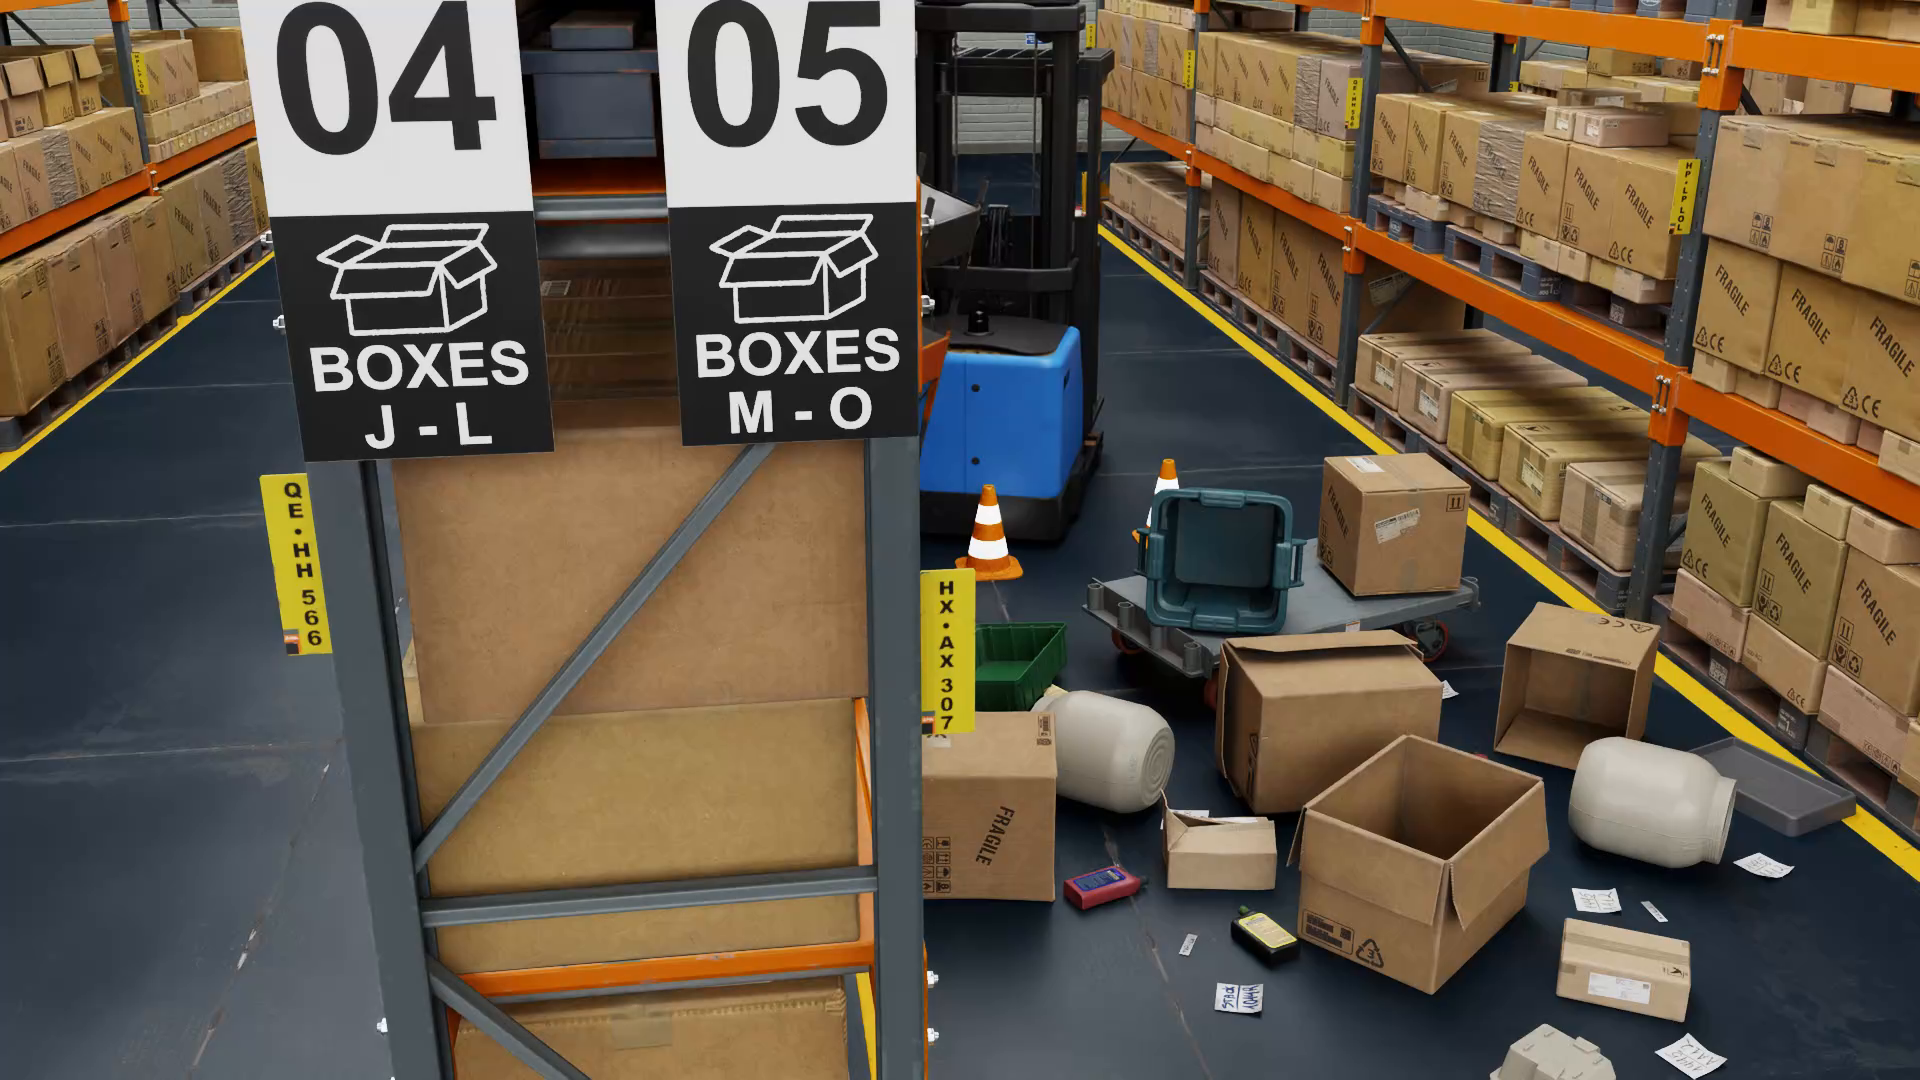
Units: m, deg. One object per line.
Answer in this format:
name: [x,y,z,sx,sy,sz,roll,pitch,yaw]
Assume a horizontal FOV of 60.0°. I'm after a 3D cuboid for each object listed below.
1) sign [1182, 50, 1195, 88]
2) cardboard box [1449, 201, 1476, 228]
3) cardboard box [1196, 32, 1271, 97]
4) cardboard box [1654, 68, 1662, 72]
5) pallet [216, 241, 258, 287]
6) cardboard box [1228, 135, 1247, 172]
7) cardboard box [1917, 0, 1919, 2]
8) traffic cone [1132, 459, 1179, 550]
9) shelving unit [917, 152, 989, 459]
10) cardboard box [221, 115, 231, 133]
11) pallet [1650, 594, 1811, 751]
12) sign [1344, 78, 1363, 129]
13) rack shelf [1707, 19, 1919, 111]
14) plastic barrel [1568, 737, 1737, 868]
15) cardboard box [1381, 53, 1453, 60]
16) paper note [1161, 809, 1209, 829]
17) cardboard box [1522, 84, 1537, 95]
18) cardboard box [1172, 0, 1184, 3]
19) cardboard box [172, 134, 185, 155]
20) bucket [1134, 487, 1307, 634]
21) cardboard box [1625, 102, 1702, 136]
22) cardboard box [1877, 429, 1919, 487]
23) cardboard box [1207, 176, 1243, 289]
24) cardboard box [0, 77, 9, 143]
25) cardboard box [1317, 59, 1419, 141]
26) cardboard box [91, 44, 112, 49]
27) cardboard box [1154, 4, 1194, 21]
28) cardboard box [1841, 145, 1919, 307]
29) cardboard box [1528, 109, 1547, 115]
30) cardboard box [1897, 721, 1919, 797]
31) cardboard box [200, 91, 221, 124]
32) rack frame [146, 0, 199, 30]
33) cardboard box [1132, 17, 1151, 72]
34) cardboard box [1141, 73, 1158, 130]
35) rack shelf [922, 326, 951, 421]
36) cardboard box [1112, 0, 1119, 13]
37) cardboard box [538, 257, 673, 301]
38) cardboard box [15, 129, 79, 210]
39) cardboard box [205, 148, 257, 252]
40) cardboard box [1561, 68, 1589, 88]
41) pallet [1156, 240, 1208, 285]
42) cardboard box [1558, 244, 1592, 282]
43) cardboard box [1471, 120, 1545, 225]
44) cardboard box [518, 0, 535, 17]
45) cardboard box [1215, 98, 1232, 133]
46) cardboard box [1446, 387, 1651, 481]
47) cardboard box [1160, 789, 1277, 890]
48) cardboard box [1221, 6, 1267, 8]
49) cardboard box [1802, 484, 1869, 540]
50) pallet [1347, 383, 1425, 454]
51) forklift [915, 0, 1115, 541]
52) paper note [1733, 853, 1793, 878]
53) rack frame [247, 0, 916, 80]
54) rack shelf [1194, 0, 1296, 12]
sign: [2.033,-4.179,14.768,0.100,0.325,0.005,-3,21,-8]
cardboard box: [3.153,-1.965,9.949,0.380,0.149,0.250,-2,21,-5]
cardboard box: [2.360,-4.114,14.371,0.500,0.500,0.500,-3,21,-7]
cardboard box: [7.385,-4.975,18.037,0.500,0.250,0.500,-2,21,-6]
pallet: [-7.436,-2.650,16.008,1.003,0.211,1.213,-3,21,-8]
cardboard box: [2.518,-3.172,13.636,0.500,0.250,0.500,-3,21,-8]
cardboard box: [3.670,-1.951,5.655,0.500,0.250,0.500,-3,21,-7]
traffic cone: [1.139,-0.216,9.132,0.336,0.463,0.334,-3,21,-8]
shelving unit: [-0.393,-0.859,8.422,0.431,2.100,0.503,28,33,21]
cardboard box: [-7.238,-3.983,15.951,0.380,0.149,0.250,-3,21,-8]
pallet: [3.867,0.542,7.464,1.003,0.211,1.213,-3,21,-8]
sign: [2.609,-2.893,11.021,0.100,0.325,0.005,-3,21,-8]
rack shelf: [4.023,-1.371,5.341,1.077,0.370,4.000,-3,21,-8]
plastic barrel: [2.515,0.958,6.047,0.512,0.421,0.421,12,24,30]
cardboard box: [3.248,-3.250,12.058,0.500,0.500,0.500,-3,21,-8]
paper note: [0.858,1.062,6.341,0.172,0.023,0.155,4,21,11]
cardboard box: [6.692,-5.156,19.094,0.380,0.149,0.250,-3,21,-8]
cardboard box: [2.399,-5.500,17.155,0.380,0.149,0.250,-3,21,-8]
cardboard box: [-7.015,-3.449,14.522,0.380,0.149,0.250,-2,21,-6]
bucket: [1.152,0.042,7.324,0.726,0.611,0.620,4,11,11]
cardboard box: [3.758,-2.234,8.814,0.380,0.149,0.250,-2,21,-5]
cardboard box: [3.638,-0.309,6.115,0.380,0.149,0.250,-3,21,-7]
cardboard box: [2.750,-2.756,14.744,0.875,0.875,0.875,-2,21,-6]
cardboard box: [-6.829,-2.877,11.055,0.797,0.503,0.637,-2,21,-6]
cardboard box: [2.825,-3.061,11.553,0.500,0.500,0.500,-3,21,-9]
cardboard box: [-7.624,-4.005,14.370,0.500,0.500,0.500,-3,21,-7]
cardboard box: [2.100,-5.121,16.140,0.380,0.149,0.250,-3,21,-9]
cardboard box: [3.681,-1.133,5.967,0.700,0.500,0.500,-3,21,-9]
cardboard box: [3.658,-2.267,9.829,0.500,0.500,0.500,-4,21,-11]
cardboard box: [3.781,0.854,5.972,0.500,0.250,0.500,-4,21,-10]
cardboard box: [-7.244,-4.033,15.516,0.500,0.250,0.500,-3,21,-8]
rack frame: [-7.802,-4.650,17.380,1.000,3.000,0.127,-3,21,-8]
cardboard box: [2.028,-4.956,16.626,0.500,0.500,0.500,-3,21,-8]
cardboard box: [2.095,-4.311,16.328,0.500,0.500,0.500,-3,21,-9]
rack shelf: [-0.396,-0.847,8.429,0.431,0.518,0.480,28,33,21]
cardboard box: [1.814,-5.649,17.556,0.380,0.149,0.250,-2,21,-6]
cardboard box: [-0.704,-0.419,4.293,0.875,0.550,0.550,-3,21,-8]
cardboard box: [-6.673,-2.638,11.849,0.500,0.500,0.500,-3,21,-8]
cardboard box: [-7.499,-3.319,16.252,0.875,0.875,0.875,-3,21,-8]
cardboard box: [6.864,-4.950,17.972,0.500,0.250,0.500,-3,21,-9]
pallet: [2.549,-2.726,16.213,1.003,0.211,1.213,-3,21,-8]
cardboard box: [3.294,-1.418,8.485,0.380,0.149,0.250,-3,21,-9]
cardboard box: [3.224,-2.059,9.272,0.500,0.500,0.500,-4,21,-10]
cardboard box: [-0.991,-1.042,3.048,0.380,0.149,0.250,-3,21,-7]
cardboard box: [2.469,-3.583,14.023,0.500,0.250,0.500,-3,21,-7]
cardboard box: [3.448,-0.632,9.776,0.950,0.372,0.625,-2,21,-6]
cardboard box: [0.921,1.072,5.965,0.396,0.266,0.258,1,20,2]
cardboard box: [2.686,-4.970,15.737,0.380,0.149,0.250,-3,21,-8]
cardboard box: [3.587,-0.117,6.573,0.380,0.149,0.250,-2,21,-6]
pallet: [3.269,-0.803,11.065,1.003,0.211,1.213,-3,21,-8]
forklift: [0.310,-1.850,9.979,1.130,2.935,3.031,4,21,10]
paper note: [2.913,1.176,6.023,0.142,0.019,0.148,-11,23,-26]
rack frame: [-0.572,-2.136,2.074,1.000,3.000,0.127,-3,21,-8]
rack shelf: [2.293,-5.526,16.465,1.077,0.370,4.000,-3,21,-8]
